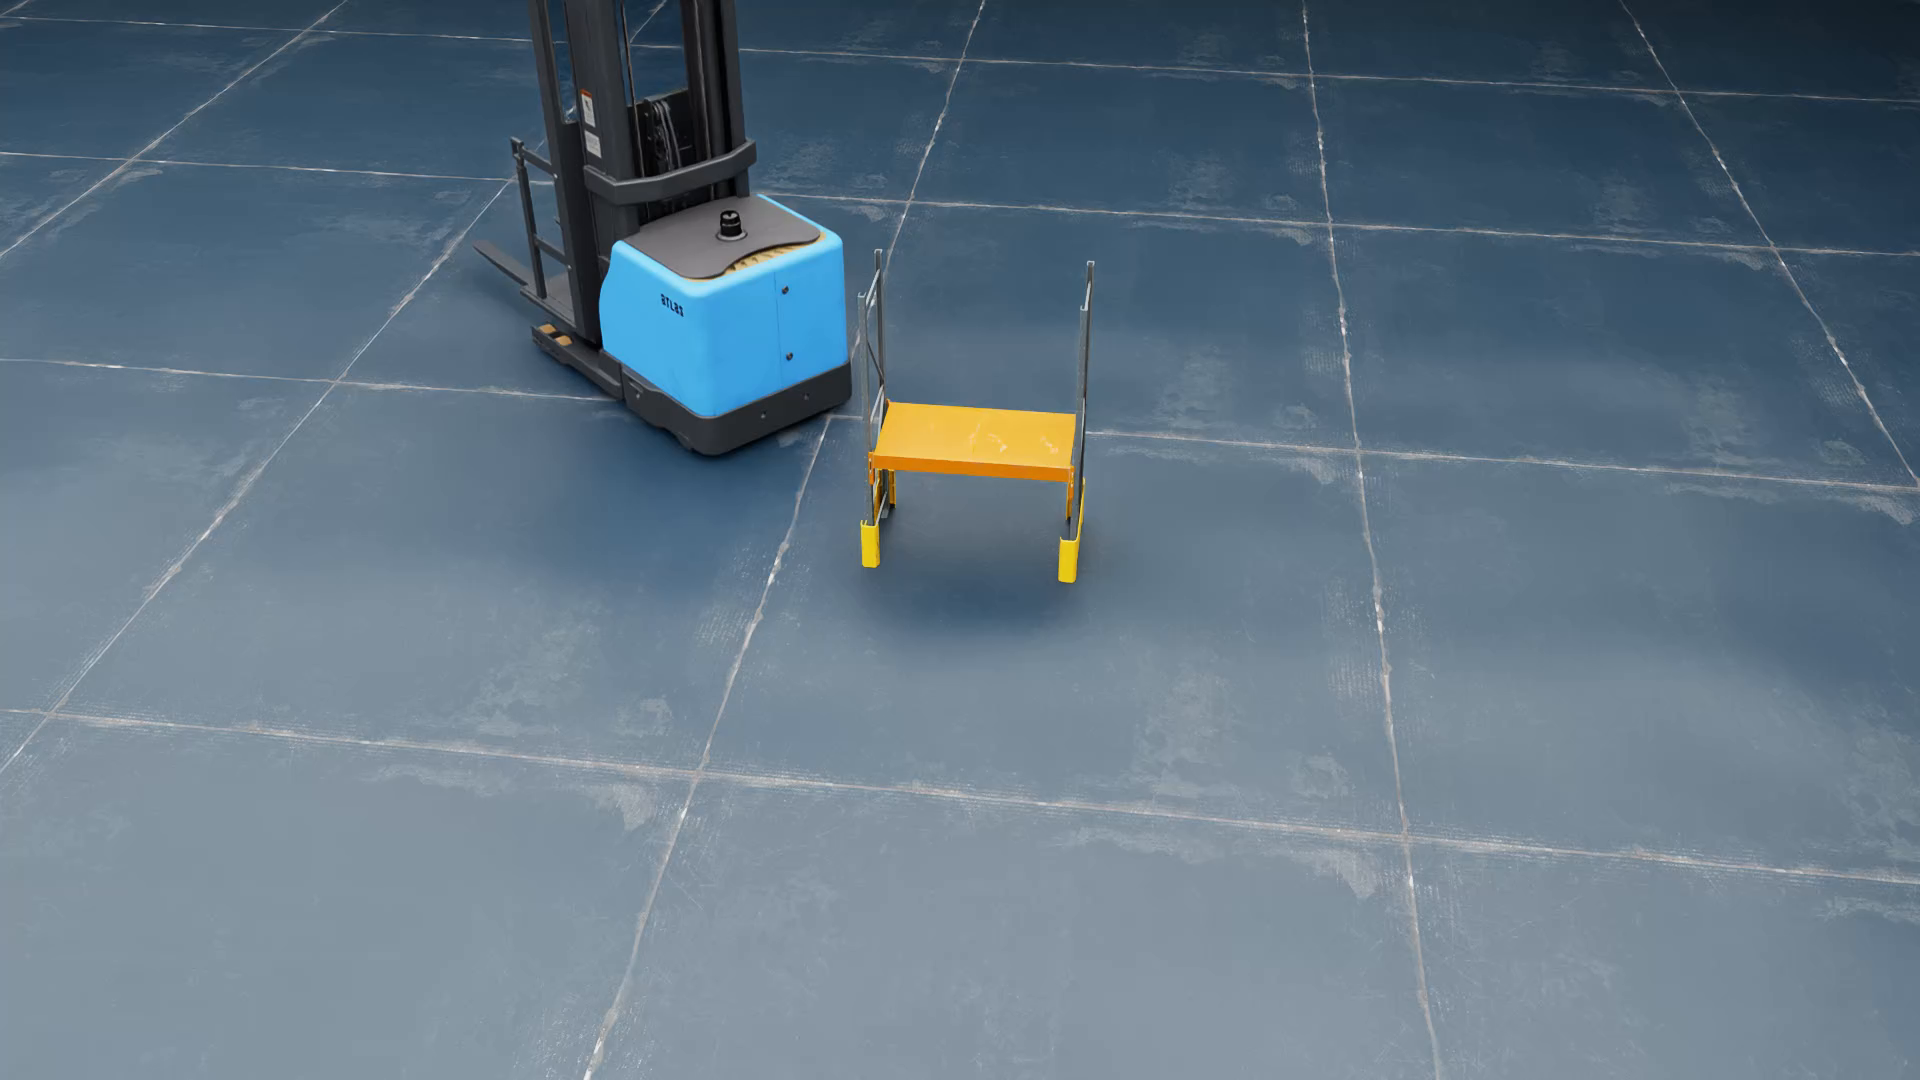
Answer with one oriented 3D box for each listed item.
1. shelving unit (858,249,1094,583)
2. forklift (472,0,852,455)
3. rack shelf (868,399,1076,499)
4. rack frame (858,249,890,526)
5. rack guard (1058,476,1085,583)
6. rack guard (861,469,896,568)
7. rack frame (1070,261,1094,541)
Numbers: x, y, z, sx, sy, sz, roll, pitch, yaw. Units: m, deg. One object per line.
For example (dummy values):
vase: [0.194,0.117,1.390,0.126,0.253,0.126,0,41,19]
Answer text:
shelving unit: [0.076,-0.605,8.163,1.083,1.500,0.587,4,36,6]
forklift: [-1.975,-2.438,9.500,1.130,2.935,3.031,-27,43,-32]
rack shelf: [0.085,-0.458,8.267,1.000,0.185,0.538,4,36,6]
rack frame: [-0.420,-0.642,8.215,0.032,1.500,0.500,4,36,6]
rack guard: [0.570,-0.059,8.475,0.087,0.250,0.587,4,36,6]
rack guard: [-0.418,-0.133,8.578,0.087,0.250,0.587,4,36,6]
rack frame: [0.589,-0.567,8.110,0.032,1.500,0.500,4,36,6]
